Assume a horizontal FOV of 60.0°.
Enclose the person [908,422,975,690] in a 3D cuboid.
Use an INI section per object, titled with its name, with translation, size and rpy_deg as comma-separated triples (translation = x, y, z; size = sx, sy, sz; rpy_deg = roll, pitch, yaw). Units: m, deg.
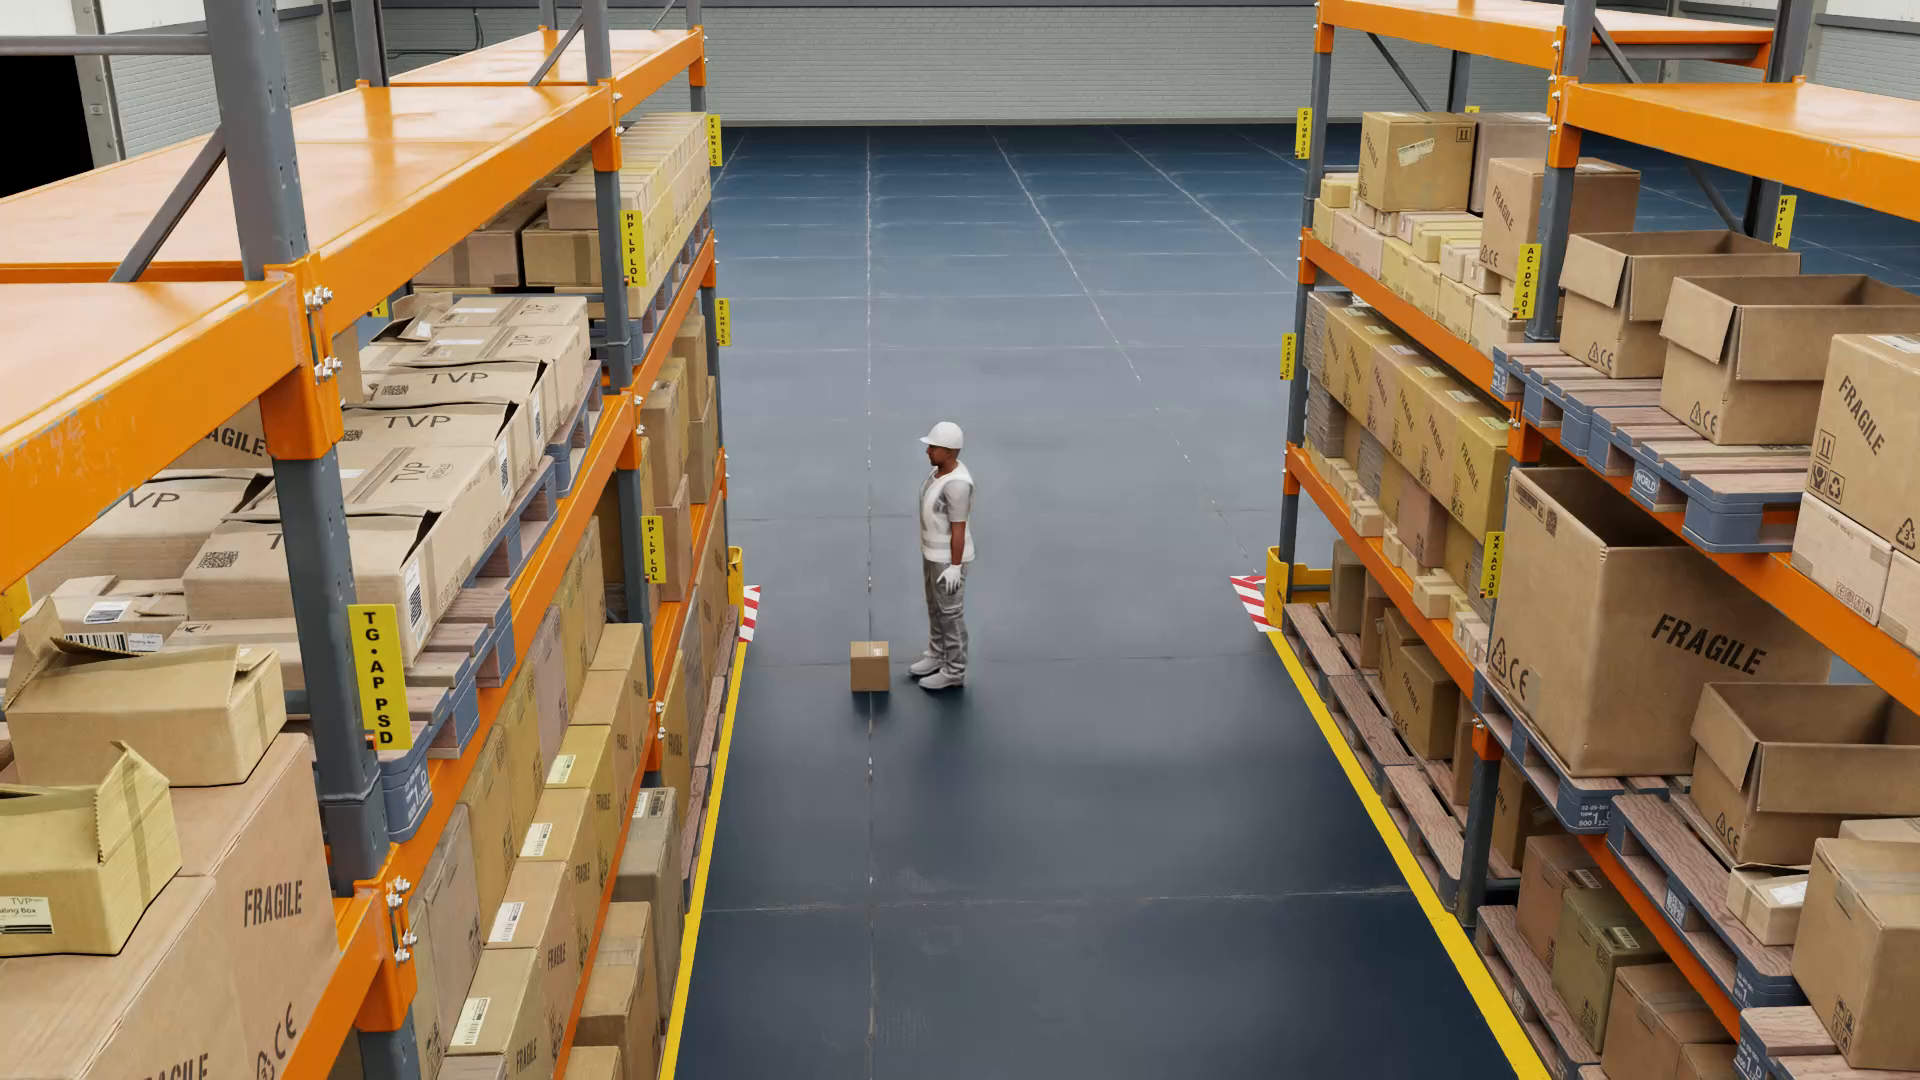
[person]
translation = -0.122, 0.102, 10.744
size = 0.414, 1.786, 0.602
rpy_deg = -4, 20, -10
